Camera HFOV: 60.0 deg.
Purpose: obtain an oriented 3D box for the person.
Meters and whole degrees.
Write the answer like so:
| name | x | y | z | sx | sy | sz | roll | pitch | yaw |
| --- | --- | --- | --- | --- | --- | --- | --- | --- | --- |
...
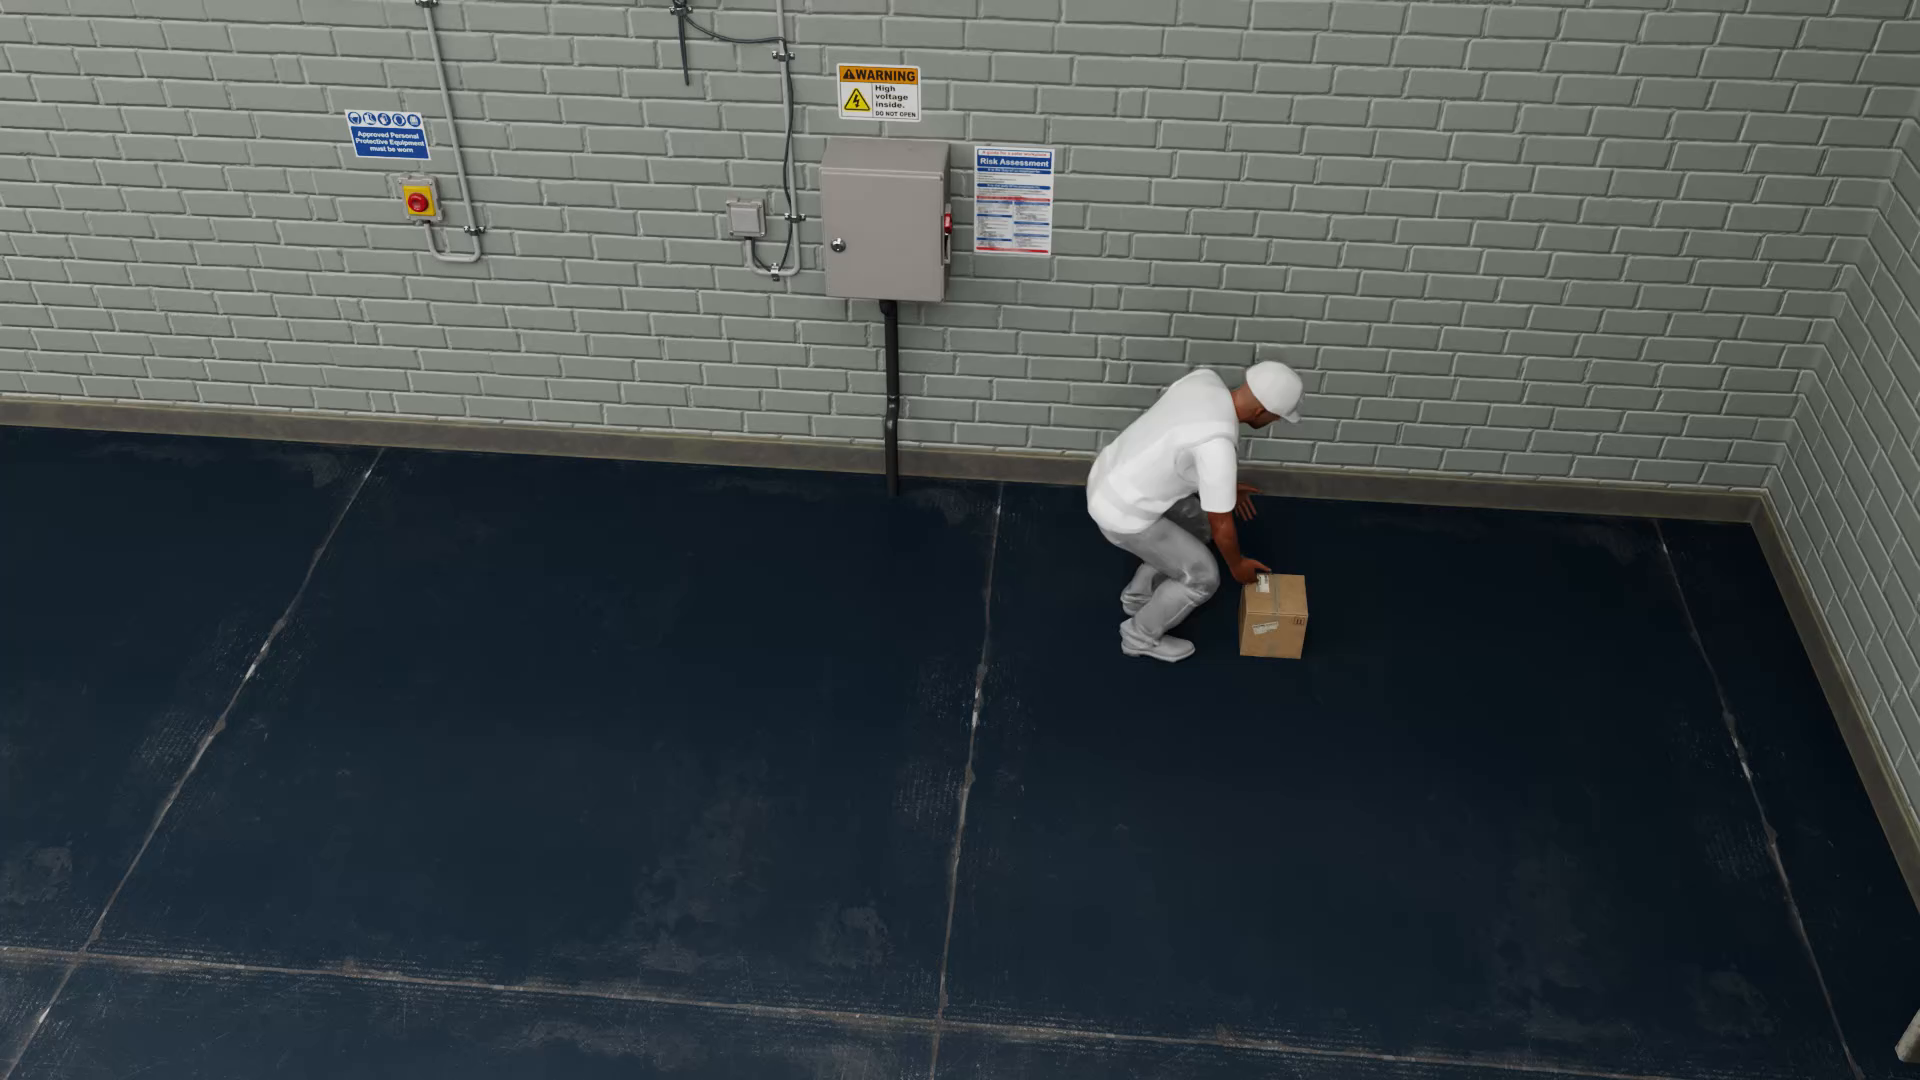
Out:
| name | x | y | z | sx | sy | sz | roll | pitch | yaw |
| --- | --- | --- | --- | --- | --- | --- | --- | --- | --- |
| person | 0.903 | -0.156 | 6.656 | 0.792 | 1.343 | 0.631 | 3 | 40 | 4 |
